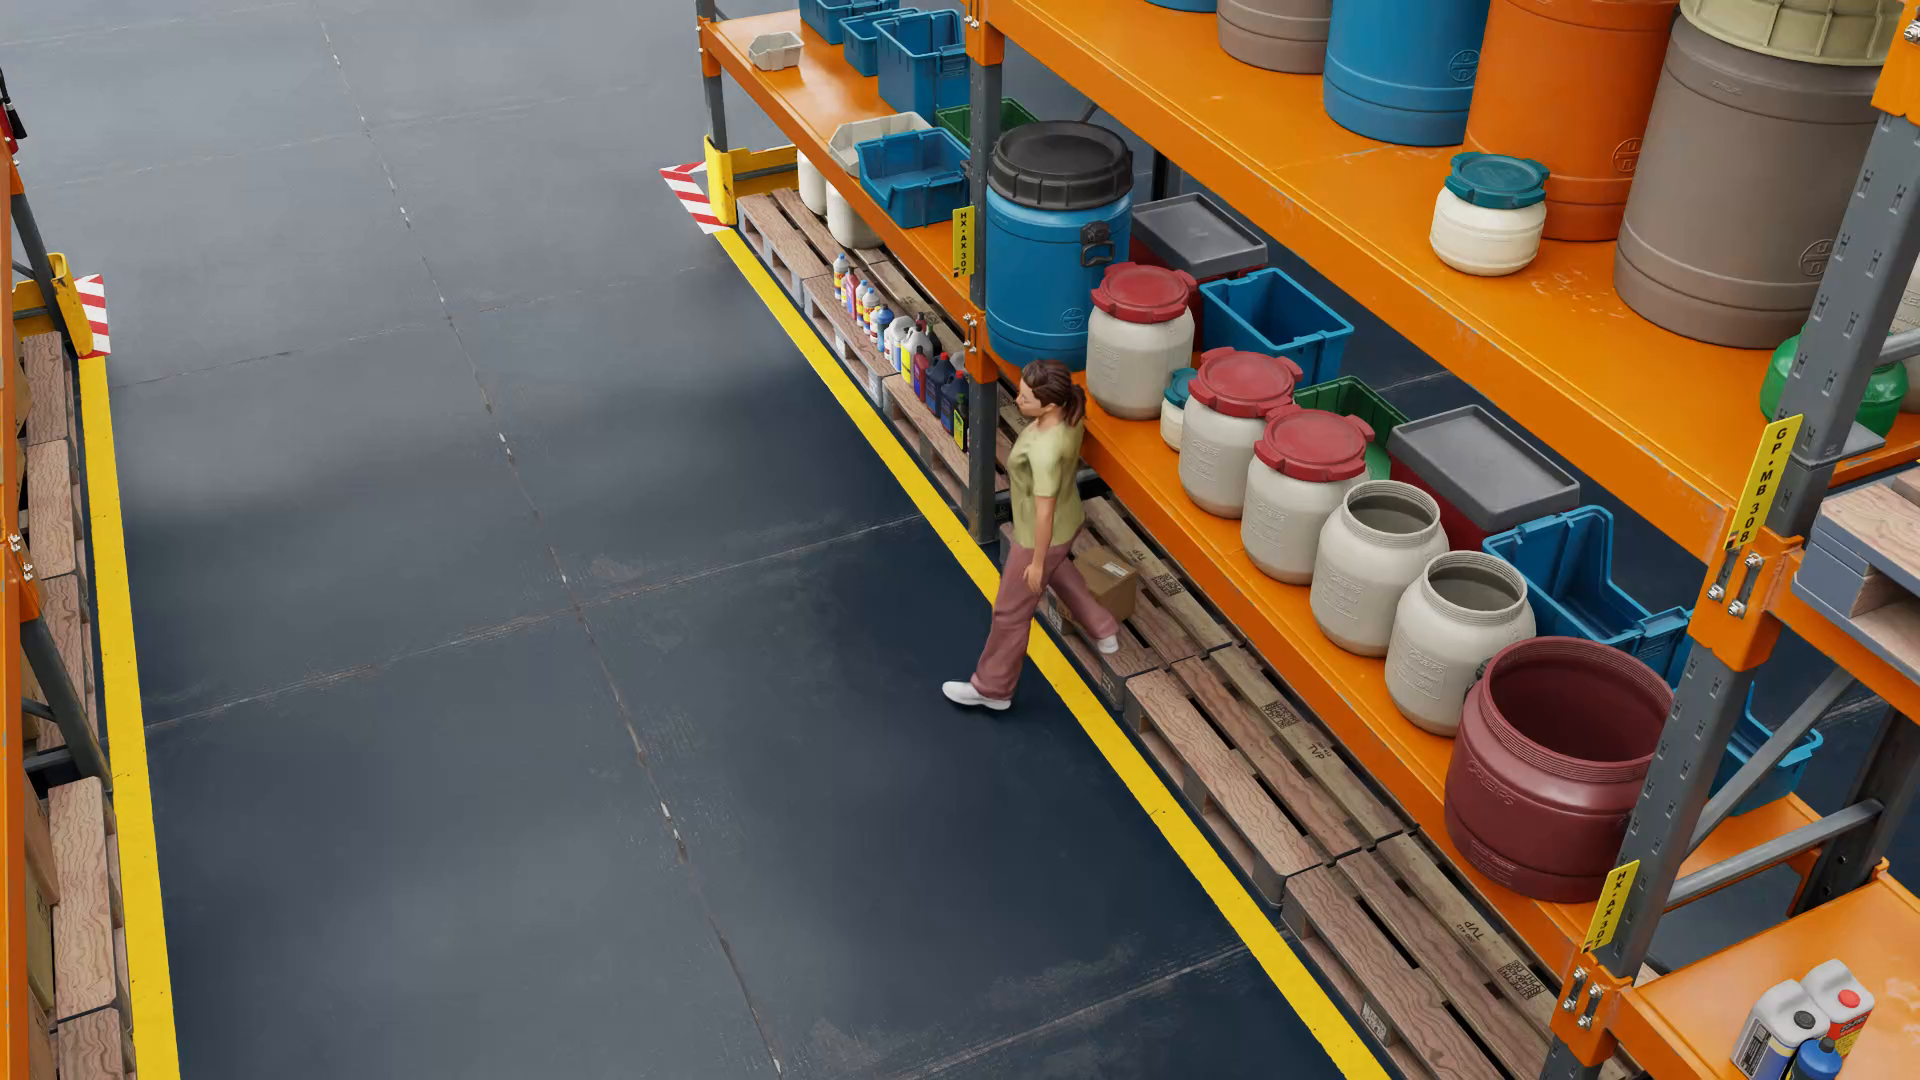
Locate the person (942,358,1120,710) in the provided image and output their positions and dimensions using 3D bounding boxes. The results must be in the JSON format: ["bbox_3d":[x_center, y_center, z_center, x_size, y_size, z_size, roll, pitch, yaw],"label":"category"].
[{"bbox_3d":[0.338,-0.032,6.904,0.671,1.634,0.618,15,40,19],"label":"person"}]
